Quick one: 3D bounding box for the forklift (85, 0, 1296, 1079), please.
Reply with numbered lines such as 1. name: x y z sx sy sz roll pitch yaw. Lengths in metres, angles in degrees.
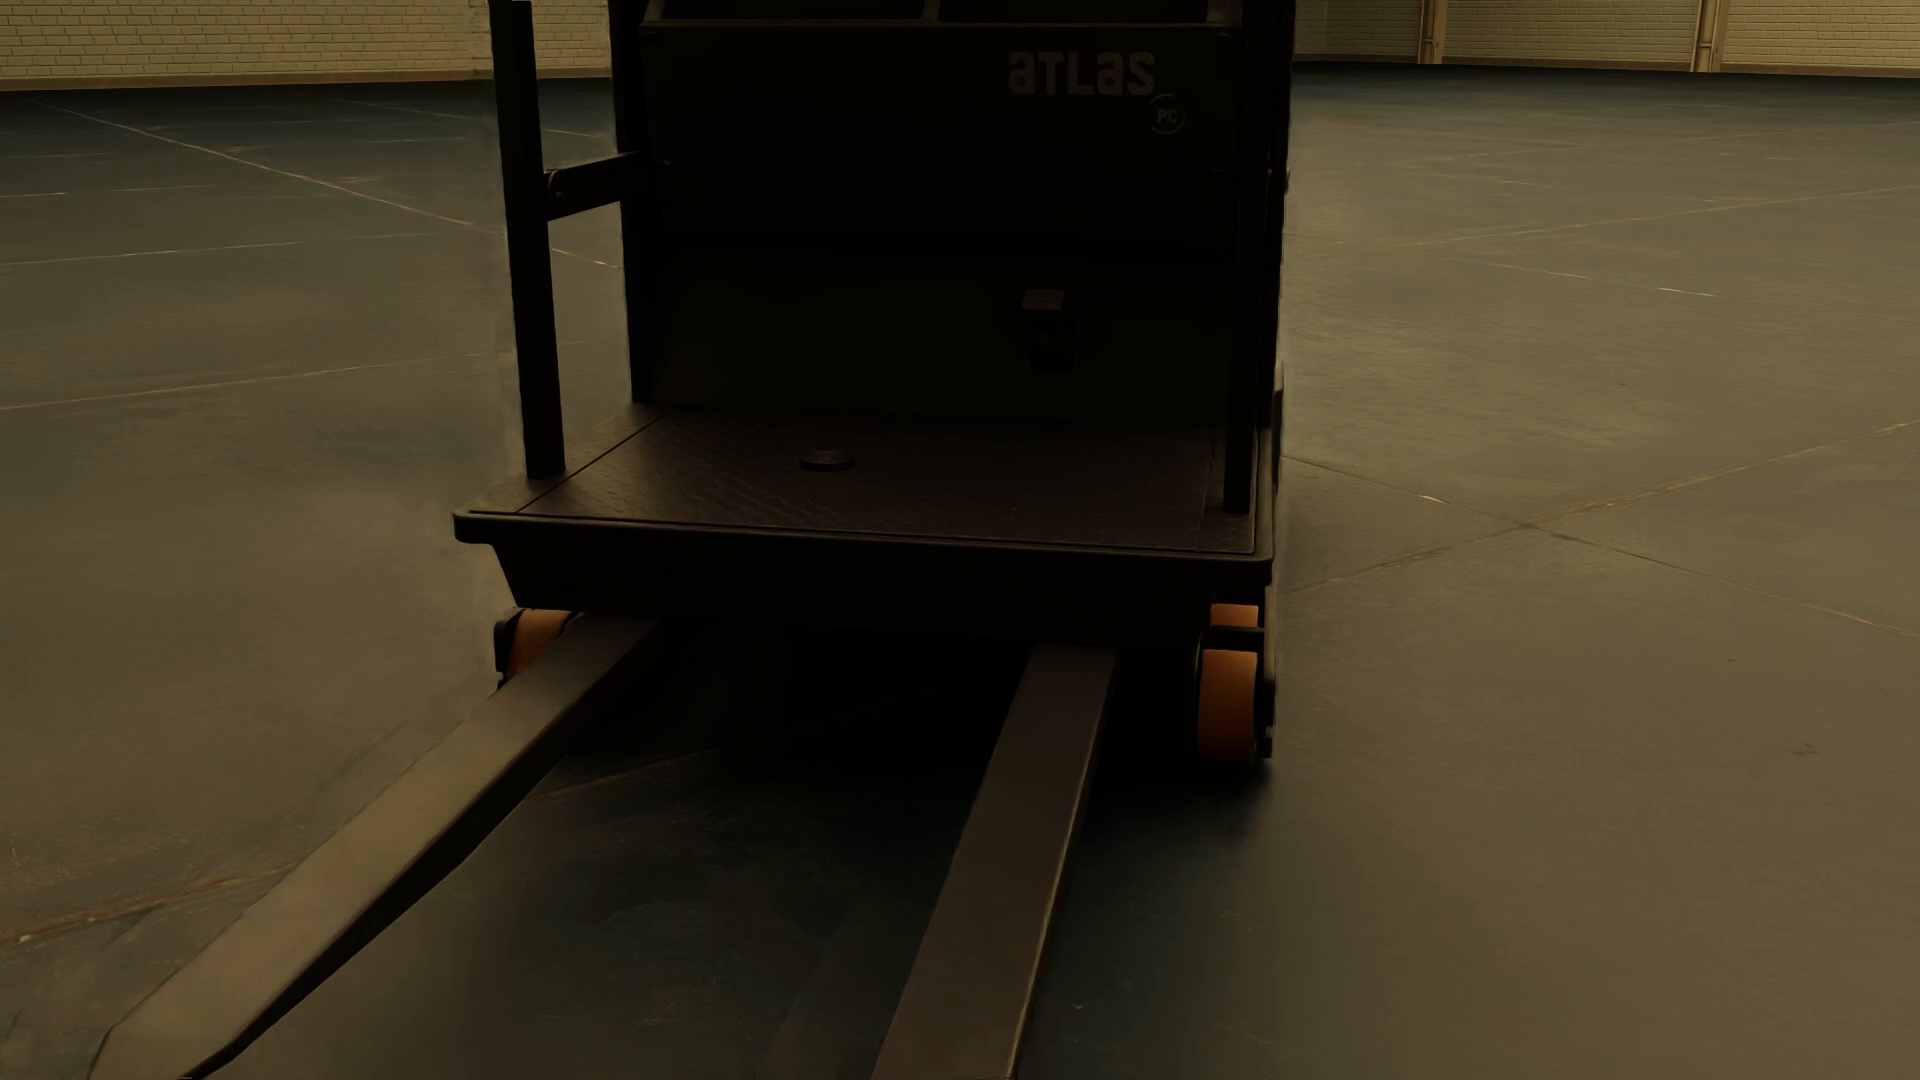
1. forklift: -0.067 -1.201 2.242 1.130 2.935 3.031 3 18 10
